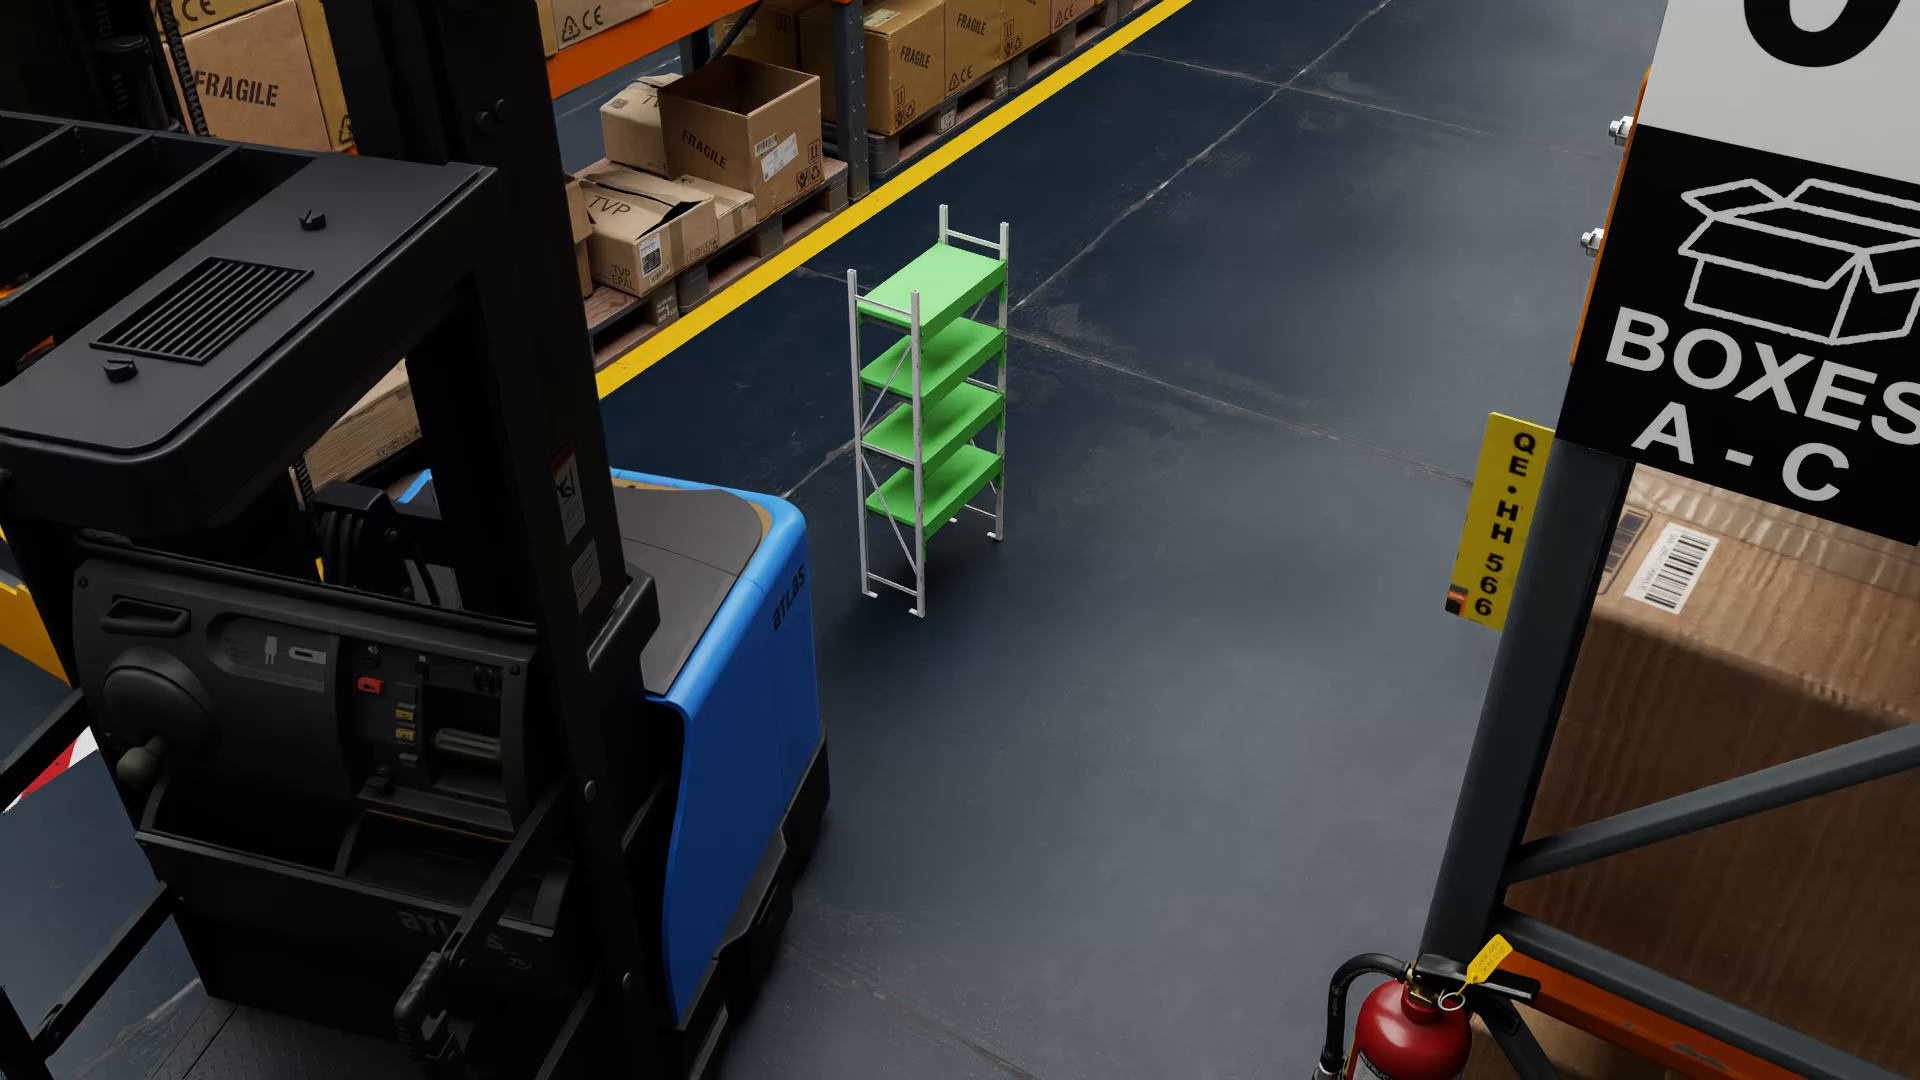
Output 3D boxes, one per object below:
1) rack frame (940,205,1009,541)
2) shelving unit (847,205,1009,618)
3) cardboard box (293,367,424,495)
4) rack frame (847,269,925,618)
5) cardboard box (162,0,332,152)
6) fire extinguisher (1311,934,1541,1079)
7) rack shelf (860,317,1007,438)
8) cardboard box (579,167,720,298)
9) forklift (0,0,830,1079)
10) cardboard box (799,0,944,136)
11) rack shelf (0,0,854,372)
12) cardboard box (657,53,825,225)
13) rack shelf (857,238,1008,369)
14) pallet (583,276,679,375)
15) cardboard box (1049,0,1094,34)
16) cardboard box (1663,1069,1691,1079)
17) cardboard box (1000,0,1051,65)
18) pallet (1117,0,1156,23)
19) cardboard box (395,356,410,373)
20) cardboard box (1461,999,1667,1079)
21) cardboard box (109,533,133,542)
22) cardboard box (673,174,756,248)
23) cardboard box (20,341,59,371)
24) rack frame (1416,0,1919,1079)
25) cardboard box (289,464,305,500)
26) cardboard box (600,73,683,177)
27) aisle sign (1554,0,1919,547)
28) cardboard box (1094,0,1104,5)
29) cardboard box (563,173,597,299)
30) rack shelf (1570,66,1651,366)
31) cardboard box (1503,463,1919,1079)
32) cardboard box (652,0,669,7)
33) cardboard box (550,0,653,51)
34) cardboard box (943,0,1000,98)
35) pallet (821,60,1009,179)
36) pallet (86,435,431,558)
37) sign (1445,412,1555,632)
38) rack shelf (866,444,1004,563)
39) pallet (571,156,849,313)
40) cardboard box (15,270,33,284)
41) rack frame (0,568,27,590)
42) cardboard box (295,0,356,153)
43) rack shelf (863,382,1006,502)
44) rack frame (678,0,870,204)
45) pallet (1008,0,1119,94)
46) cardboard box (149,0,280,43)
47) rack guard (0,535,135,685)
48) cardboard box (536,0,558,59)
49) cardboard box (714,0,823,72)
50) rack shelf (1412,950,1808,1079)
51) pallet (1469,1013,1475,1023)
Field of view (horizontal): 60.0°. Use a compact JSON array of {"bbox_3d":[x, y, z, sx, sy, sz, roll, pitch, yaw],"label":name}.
[{"bbox_3d":[0.042,-0.516,5.436,0.240,1.200,0.015,21,42,25],"label":"rack frame"},{"bbox_3d":[-0.089,-0.390,5.273,0.258,1.200,0.503,21,42,25],"label":"shelving unit"},{"bbox_3d":[-2.225,-0.428,5.740,0.500,0.250,0.500,21,42,25],"label":"cardboard box"},{"bbox_3d":[-0.219,-0.264,5.110,0.240,1.200,0.015,21,42,25],"label":"rack frame"},{"bbox_3d":[-2.291,-1.347,4.959,0.500,0.500,0.500,21,42,25],"label":"cardboard box"},{"bbox_3d":[0.691,0.826,2.590,0.296,0.674,0.183,21,42,25],"label":"fire extinguisher"},{"bbox_3d":[-0.089,-0.529,5.165,0.258,0.148,0.480,21,42,25],"label":"rack shelf"},{"bbox_3d":[-1.348,-1.296,6.816,0.500,0.311,0.500,21,42,25],"label":"cardboard box"},{"bbox_3d":[-1.259,0.374,2.864,1.130,2.935,3.031,10,39,12],"label":"forklift"},{"bbox_3d":[-0.416,-2.313,7.981,0.500,0.500,0.500,19,42,23],"label":"cardboard box"},{"bbox_3d":[-1.952,-1.643,6.014,1.077,0.370,4.000,21,42,25],"label":"rack shelf"},{"bbox_3d":[-0.946,-1.757,7.259,0.500,0.500,0.500,21,42,25],"label":"cardboard box"},{"bbox_3d":[-0.089,-0.719,5.019,0.258,0.148,0.480,21,42,25],"label":"rack shelf"},{"bbox_3d":[-1.902,-0.870,6.705,1.003,0.211,1.213,21,42,25],"label":"pallet"},{"bbox_3d":[0.406,-3.107,9.011,0.500,0.500,0.500,20,42,23],"label":"cardboard box"},{"bbox_3d":[1.554,1.024,3.137,0.380,0.149,0.250,21,43,25],"label":"cardboard box"},{"bbox_3d":[0.135,-2.847,8.673,0.500,0.500,0.500,22,43,26],"label":"cardboard box"},{"bbox_3d":[0.831,-3.544,10.175,1.003,0.211,1.213,21,42,25],"label":"pallet"},{"bbox_3d":[-1.957,-0.686,6.074,0.500,0.250,0.500,21,42,25],"label":"cardboard box"},{"bbox_3d":[1.452,1.151,3.503,0.700,0.500,0.500,21,42,25],"label":"cardboard box"},{"bbox_3d":[-2.509,-0.046,5.327,0.380,0.149,0.250,21,42,25],"label":"cardboard box"},{"bbox_3d":[-1.097,-1.405,7.090,0.380,0.149,0.250,21,42,25],"label":"cardboard box"},{"bbox_3d":[-2.940,-0.442,5.554,0.500,0.500,0.500,21,42,25],"label":"cardboard box"},{"bbox_3d":[1.158,0.720,2.359,0.949,2.616,0.053,21,42,25],"label":"rack frame"},{"bbox_3d":[-2.375,-0.182,5.489,0.380,0.166,0.250,21,42,25],"label":"cardboard box"},{"bbox_3d":[-1.288,-1.923,7.630,0.500,0.311,0.500,21,42,25],"label":"cardboard box"},{"bbox_3d":[0.869,-0.369,1.643,0.394,0.787,0.004,21,42,25],"label":"aisle sign"},{"bbox_3d":[0.682,-3.380,9.365,0.500,0.500,0.500,20,42,24],"label":"cardboard box"},{"bbox_3d":[-1.883,-1.175,6.501,0.797,0.503,0.637,21,42,25],"label":"cardboard box"},{"bbox_3d":[2.233,-1.213,2.999,1.077,0.370,4.000,21,42,25],"label":"rack shelf"},{"bbox_3d":[1.426,0.336,2.611,0.980,0.700,0.700,23,43,27],"label":"cardboard box"},{"bbox_3d":[-1.207,-2.391,6.313,0.500,0.500,0.500,22,43,26],"label":"cardboard box"},{"bbox_3d":[-1.480,-2.125,5.968,0.500,0.500,0.500,22,43,26],"label":"cardboard box"},{"bbox_3d":[-0.139,-2.592,8.342,0.500,0.500,0.500,22,43,26],"label":"cardboard box"},{"bbox_3d":[-0.477,-2.287,8.543,1.003,0.211,1.213,21,42,25],"label":"pallet"},{"bbox_3d":[-2.557,-0.243,5.893,1.003,0.211,1.213,21,42,25],"label":"pallet"},{"bbox_3d":[0.710,-0.016,2.171,0.100,0.325,0.005,21,42,25],"label":"sign"},{"bbox_3d":[-0.089,-0.149,5.459,0.258,0.148,0.480,21,42,25],"label":"rack shelf"},{"bbox_3d":[-1.249,-1.501,7.525,1.003,0.211,1.213,21,42,25],"label":"pallet"},{"bbox_3d":[-2.563,-1.079,4.611,0.500,0.500,0.500,22,43,26],"label":"cardboard box"},{"bbox_3d":[-3.024,-0.897,4.457,1.000,3.000,0.127,21,42,25],"label":"rack frame"},{"bbox_3d":[-2.020,-1.605,5.293,0.500,0.500,0.500,21,42,25],"label":"cardboard box"},{"bbox_3d":[-0.089,-0.339,5.312,0.258,0.148,0.480,21,42,25],"label":"rack shelf"},{"bbox_3d":[-0.881,-2.959,7.132,1.000,3.000,0.127,21,42,25],"label":"rack frame"},{"bbox_3d":[0.176,-2.918,9.362,1.003,0.211,1.213,21,42,25],"label":"pallet"},{"bbox_3d":[-2.290,-1.747,4.659,0.500,0.500,0.500,22,43,26],"label":"cardboard box"},{"bbox_3d":[-2.983,0.054,5.271,1.175,0.500,0.348,21,42,25],"label":"rack guard"},{"bbox_3d":[-1.751,-1.862,5.627,0.500,0.500,0.500,22,43,26],"label":"cardboard box"},{"bbox_3d":[-0.858,-2.492,8.212,0.500,0.500,0.500,21,42,25],"label":"cardboard box"},{"bbox_3d":[2.233,-0.025,3.915,1.077,0.370,4.000,21,42,25],"label":"rack shelf"},{"bbox_3d":[1.523,1.388,3.777,1.003,0.211,1.213,21,42,25],"label":"pallet"}]
